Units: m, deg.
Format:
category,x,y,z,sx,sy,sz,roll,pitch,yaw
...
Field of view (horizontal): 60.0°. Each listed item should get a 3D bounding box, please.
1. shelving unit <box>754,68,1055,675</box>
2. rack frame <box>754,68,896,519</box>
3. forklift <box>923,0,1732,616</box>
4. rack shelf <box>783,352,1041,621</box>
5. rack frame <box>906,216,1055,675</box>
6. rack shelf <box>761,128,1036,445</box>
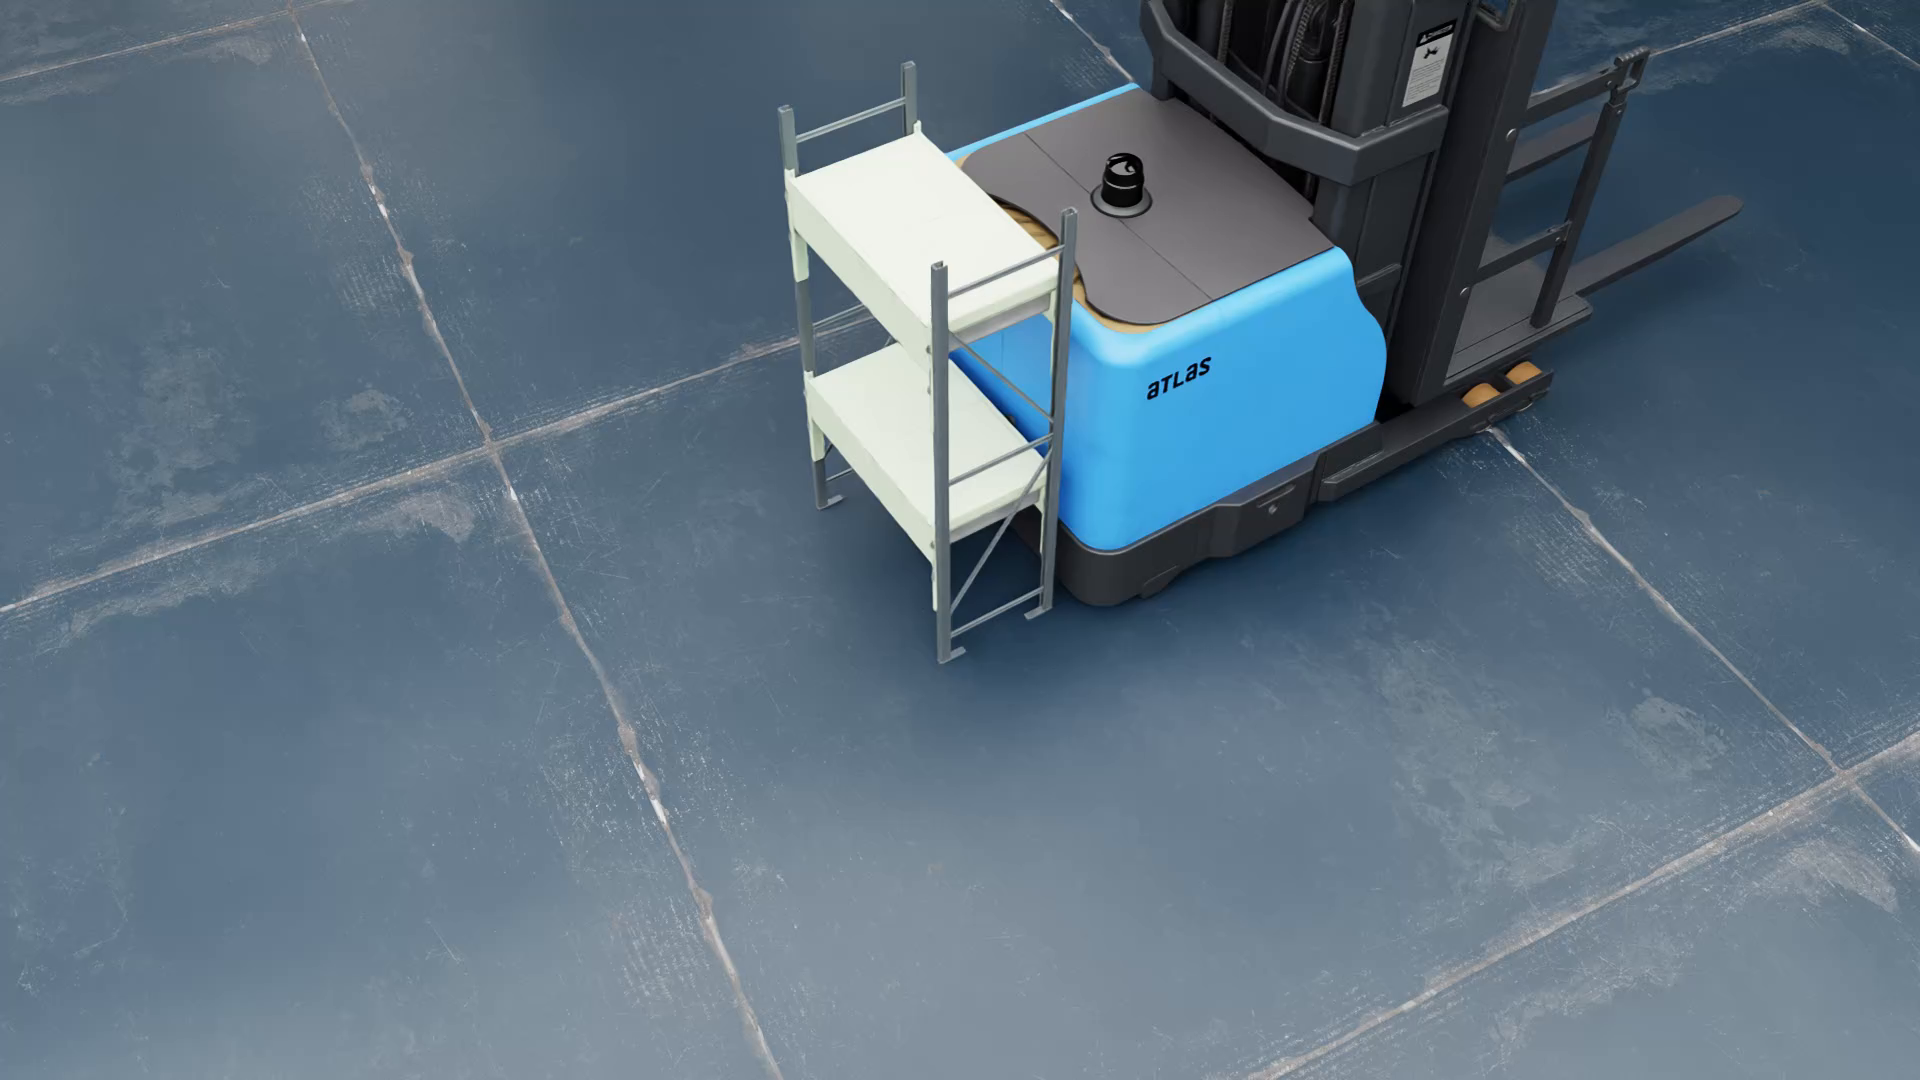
category,x,y,z,sx,sy,sz,roll,pitch,yaw
shelving unit,-0.147,-0.415,4.617,0.431,1.500,0.755,-26,54,-21
rack frame,-0.345,-0.647,4.820,0.400,1.500,0.023,-26,54,-21
forklift,1.331,-1.606,4.708,3.031,2.935,1.130,-26,54,-21
rack shelf,-0.147,-0.201,4.862,0.431,0.370,0.720,-26,54,-21
rack frame,0.050,-0.183,4.414,0.400,1.500,0.023,-26,54,-21
rack shelf,-0.147,-0.672,4.323,0.431,0.370,0.720,-26,54,-21
